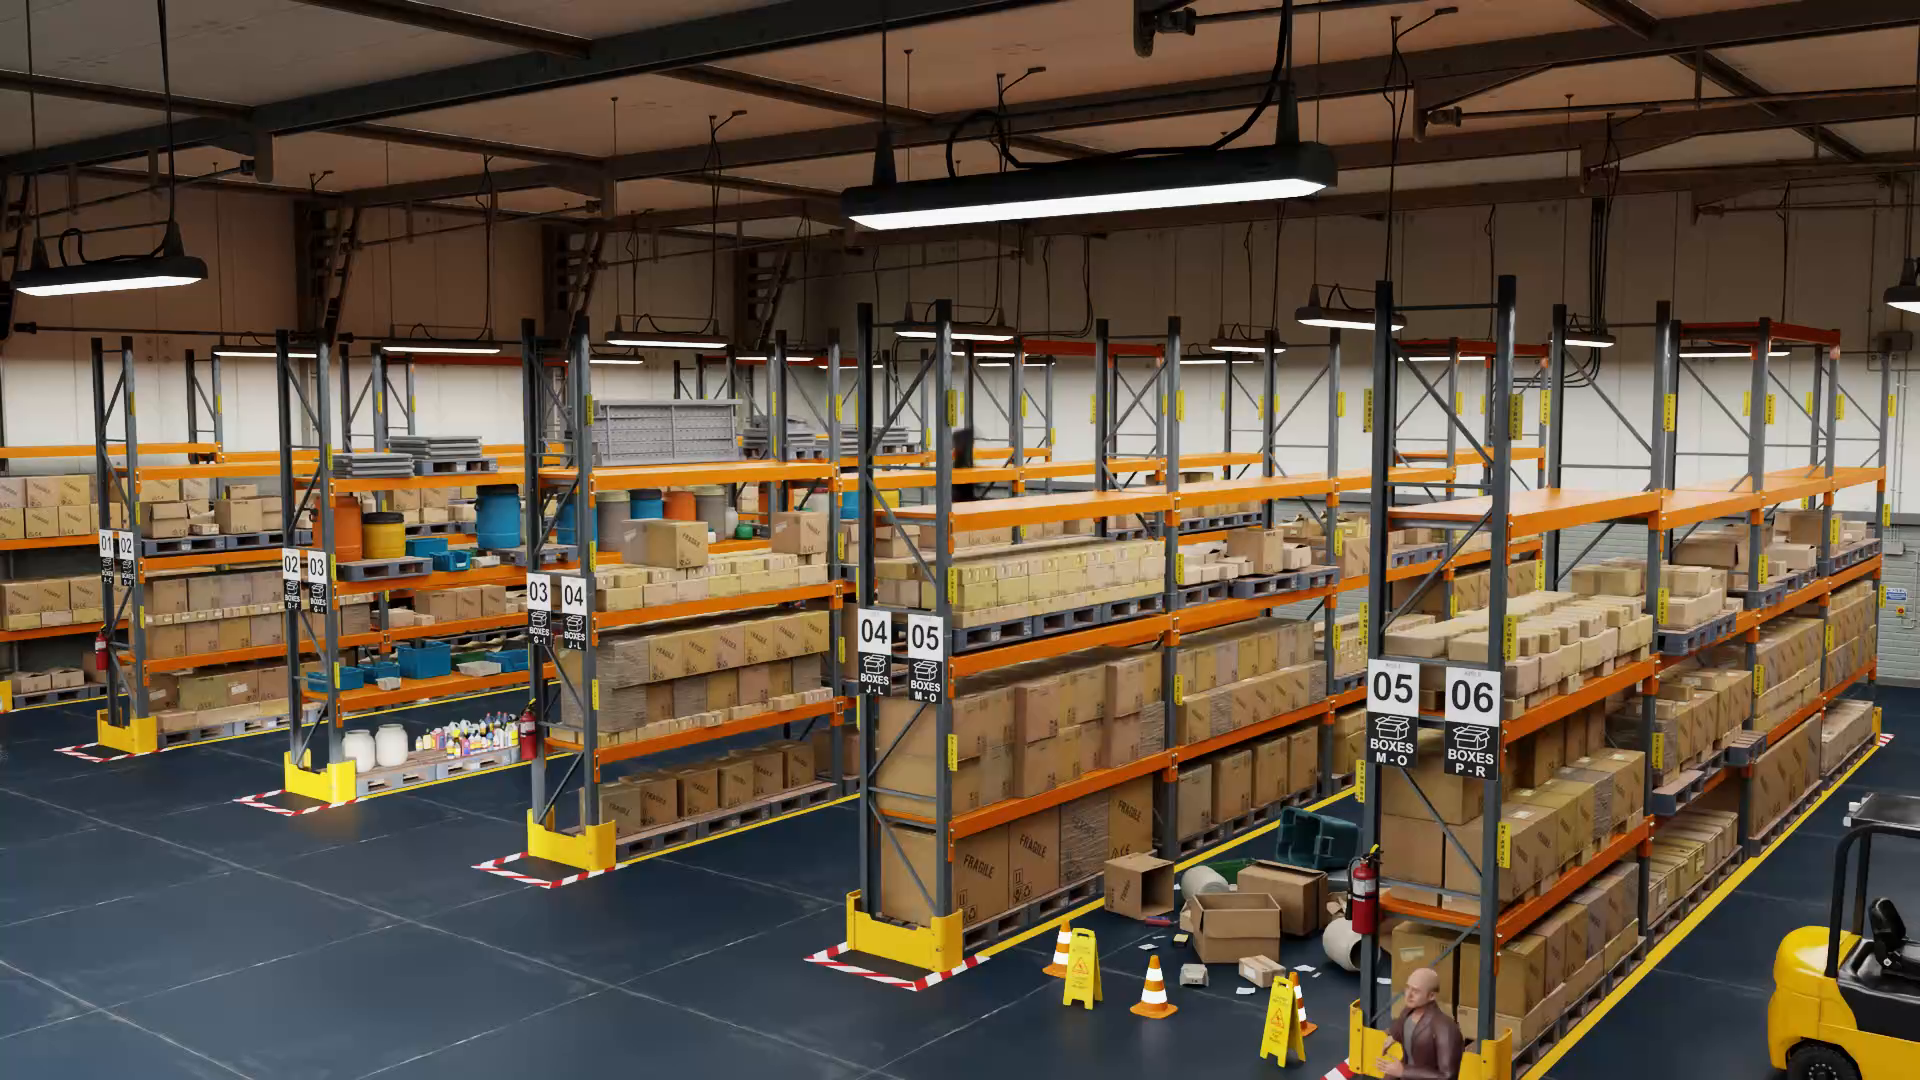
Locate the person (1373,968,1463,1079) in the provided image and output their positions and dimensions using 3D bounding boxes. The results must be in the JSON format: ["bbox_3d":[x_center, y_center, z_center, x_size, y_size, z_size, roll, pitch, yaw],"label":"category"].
[{"bbox_3d":[2.841,3.447,10.417,0.740,1.674,0.865,-3,6,-35],"label":"person"}]

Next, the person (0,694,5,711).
[{"bbox_3d":[-13.088,2.494,22.205,0.579,1.549,0.914,-3,6,-34],"label":"person"}]
